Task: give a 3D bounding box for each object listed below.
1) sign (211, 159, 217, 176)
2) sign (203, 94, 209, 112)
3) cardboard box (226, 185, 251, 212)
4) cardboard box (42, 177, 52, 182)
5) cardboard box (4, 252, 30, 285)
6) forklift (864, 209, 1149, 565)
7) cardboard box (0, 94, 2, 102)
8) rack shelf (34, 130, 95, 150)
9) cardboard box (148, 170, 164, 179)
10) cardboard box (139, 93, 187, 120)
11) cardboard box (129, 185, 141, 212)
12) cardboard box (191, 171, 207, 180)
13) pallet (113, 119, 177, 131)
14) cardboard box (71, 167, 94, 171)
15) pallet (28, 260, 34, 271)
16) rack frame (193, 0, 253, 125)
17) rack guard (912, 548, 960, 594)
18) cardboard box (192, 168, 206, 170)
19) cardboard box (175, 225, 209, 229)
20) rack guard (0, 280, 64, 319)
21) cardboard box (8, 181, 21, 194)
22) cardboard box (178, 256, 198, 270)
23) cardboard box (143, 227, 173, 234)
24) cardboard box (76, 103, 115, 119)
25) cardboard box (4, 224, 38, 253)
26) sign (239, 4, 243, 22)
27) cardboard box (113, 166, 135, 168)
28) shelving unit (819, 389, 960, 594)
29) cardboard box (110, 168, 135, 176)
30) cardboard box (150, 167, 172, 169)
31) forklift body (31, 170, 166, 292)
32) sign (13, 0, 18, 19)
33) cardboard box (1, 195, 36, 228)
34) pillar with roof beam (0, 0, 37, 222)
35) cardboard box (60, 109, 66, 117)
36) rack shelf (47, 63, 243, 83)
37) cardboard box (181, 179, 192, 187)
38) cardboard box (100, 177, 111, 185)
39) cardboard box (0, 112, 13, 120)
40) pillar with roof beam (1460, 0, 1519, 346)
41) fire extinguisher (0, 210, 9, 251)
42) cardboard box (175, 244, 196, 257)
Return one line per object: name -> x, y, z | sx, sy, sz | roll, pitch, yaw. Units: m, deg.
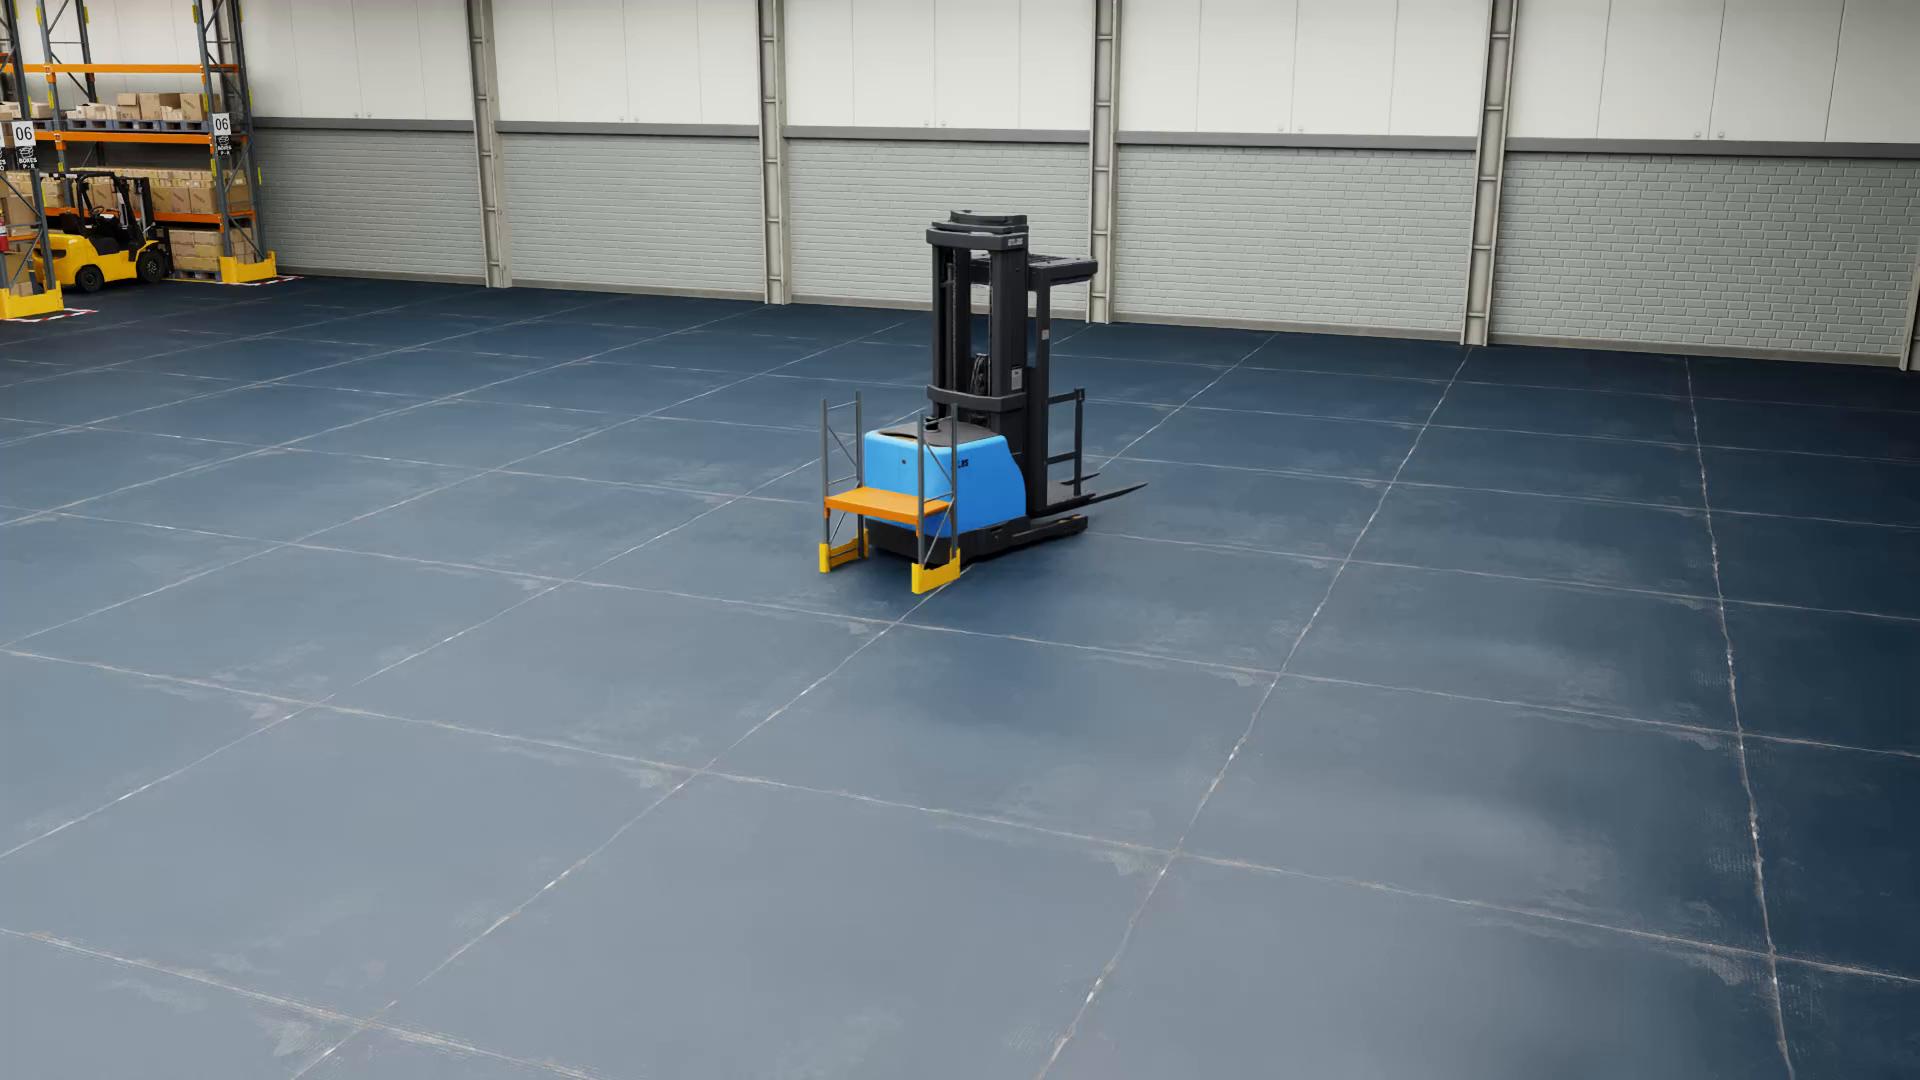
sign -> -14.312, -7.141, 31.889 | 0.005, 0.325, 0.100 | 6, 17, 21
sign -> -14.312, -8.299, 31.553 | 0.005, 0.325, 0.100 | 6, 17, 21
cardboard box -> -14.459, -6.781, 32.972 | 0.500, 0.500, 0.500 | 7, 18, 22
cardboard box -> -18.467, -7.378, 33.865 | 0.250, 0.149, 0.380 | 6, 17, 20
cardboard box -> -16.589, -4.720, 28.887 | 0.500, 0.500, 0.500 | 6, 17, 19
forklift -> 0.544, -1.519, 15.148 | 3.031, 2.935, 1.130 | -16, 22, -43
cardboard box -> -20.010, -8.926, 34.046 | 0.500, 0.500, 0.500 | 7, 17, 22
rack shelf -> -19.681, -8.319, 34.360 | 4.000, 0.370, 1.077 | 6, 17, 21
cardboard box -> -15.734, -7.199, 32.716 | 0.250, 0.149, 0.380 | 7, 17, 22
cardboard box -> -15.517, -8.461, 32.447 | 0.500, 0.500, 0.700 | 6, 17, 21
cardboard box -> -16.082, -6.797, 33.027 | 0.500, 0.500, 0.500 | 6, 17, 21
cardboard box -> -14.751, -7.112, 32.415 | 0.250, 0.149, 0.380 | 6, 17, 21
pallet -> -15.887, -8.212, 32.858 | 1.213, 0.211, 1.003 | 6, 17, 21
cardboard box -> -17.633, -7.412, 33.450 | 0.250, 0.149, 0.380 | 7, 17, 22
pallet -> -18.520, -5.746, 34.586 | 1.213, 0.211, 1.003 | 6, 17, 21
rack frame -> -14.100, -9.491, 31.727 | 0.127, 3.000, 1.000 | 6, 17, 21
rack guard -> -0.198, 0.253, 13.853 | 0.087, 0.250, 0.587 | 11, 20, 34
cardboard box -> -15.040, -7.291, 33.030 | 0.250, 0.149, 0.380 | 6, 17, 21
cardboard box -> -15.405, -6.174, 33.446 | 0.500, 0.250, 0.500 | 6, 17, 20
rack guard -> -15.988, -4.130, 28.503 | 0.348, 0.500, 1.175 | 6, 17, 21
cardboard box -> -19.326, -7.276, 34.229 | 0.500, 0.250, 0.500 | 7, 17, 22
cardboard box -> -15.112, -5.511, 32.955 | 0.500, 0.250, 0.500 | 6, 17, 21
cardboard box -> -16.061, -6.091, 33.161 | 0.500, 0.250, 0.500 | 6, 17, 20
cardboard box -> -17.136, -8.519, 32.984 | 0.500, 0.311, 0.500 | 7, 17, 22
cardboard box -> -19.729, -6.289, 34.963 | 0.625, 0.625, 0.875 | 6, 17, 18
sign -> -13.890, -10.159, 32.068 | 0.005, 0.325, 0.100 | 6, 17, 21
cardboard box -> -16.943, -7.508, 33.778 | 0.250, 0.149, 0.380 | 6, 17, 20
shelving unit -> -0.600, -0.429, 13.960 | 1.083, 1.500, 0.587 | 11, 20, 34
cardboard box -> -16.663, -7.313, 33.107 | 0.250, 0.149, 0.380 | 6, 17, 20
cardboard box -> -16.009, -7.394, 33.387 | 0.250, 0.149, 0.380 | 7, 18, 22
forklift body -> -16.533, -5.924, 31.720 | 1.214, 2.155, 2.313 | 6, 17, 21
sign -> -15.718, -8.831, 27.635 | 0.005, 0.325, 0.100 | 6, 17, 21
cardboard box -> -16.256, -5.634, 28.487 | 0.500, 0.500, 0.500 | 6, 17, 20
pillar with roof beam -> -21.578, -9.294, 31.046 | 0.400, 9.000, 9.100 | 6, 17, 21
cardboard box -> -18.538, -8.727, 33.992 | 0.250, 0.149, 0.380 | 6, 17, 21
rack shelf -> -15.960, -9.158, 32.588 | 4.000, 0.370, 1.077 | 6, 17, 21
cardboard box -> -14.993, -6.994, 32.541 | 0.250, 0.149, 0.380 | 7, 17, 22
cardboard box -> -16.924, -7.188, 33.211 | 0.250, 0.149, 0.380 | 7, 17, 22
cardboard box -> -16.173, -7.115, 27.941 | 0.250, 0.149, 0.380 | 6, 17, 20
pillar with roof beam -> 6.330, -6.225, 20.475 | 0.400, 9.000, 9.100 | 6, 17, 21
fire extinguisher -> -15.980, -5.154, 27.686 | 0.183, 0.674, 0.296 | 6, 17, 21
cardboard box -> -15.130, -5.754, 32.897 | 0.500, 0.250, 0.500 | 6, 17, 20
